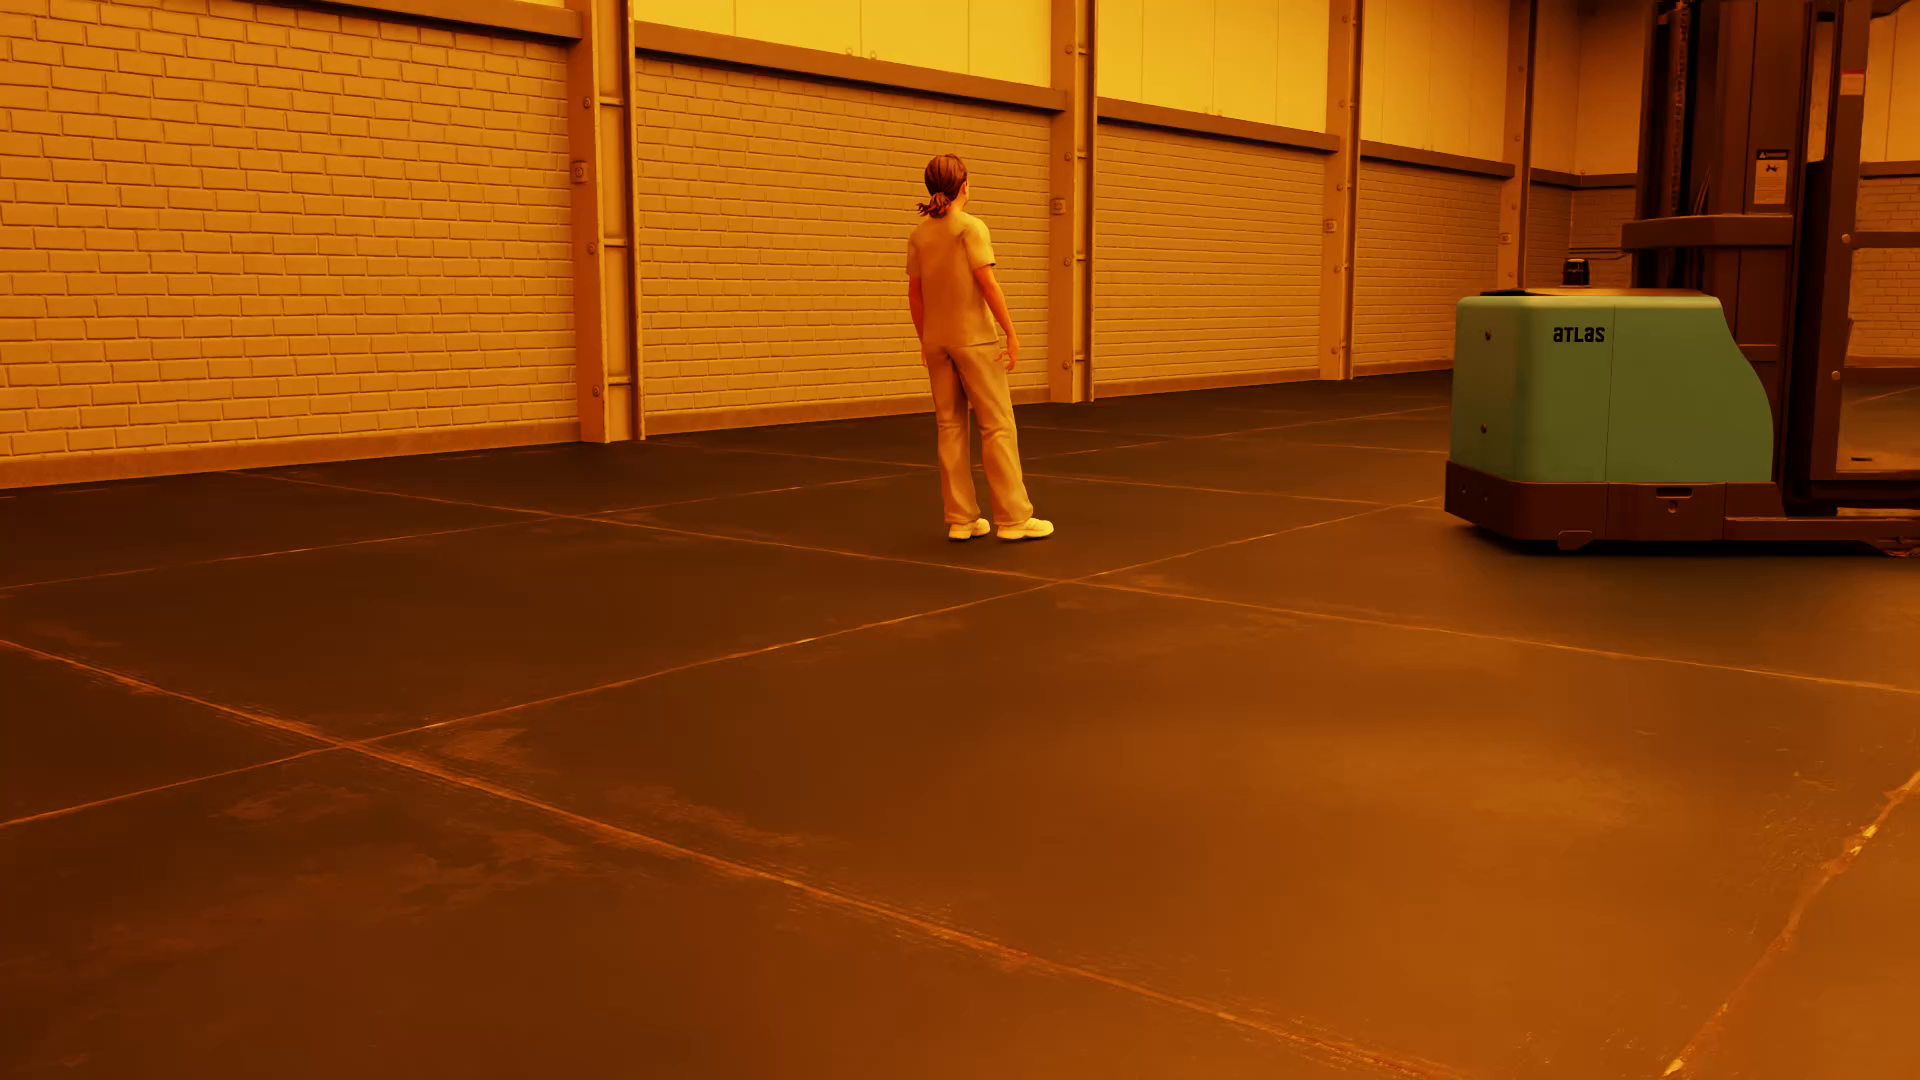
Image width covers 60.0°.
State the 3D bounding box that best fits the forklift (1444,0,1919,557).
[{"bbox_3d":[3.804,-1.456,7.230,3.031,2.935,1.130,0,8,-1],"label":"forklift"}]

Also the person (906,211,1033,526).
[{"bbox_3d":[0.024,-0.749,7.314,0.519,1.360,0.395,7,11,38],"label":"person"}]
